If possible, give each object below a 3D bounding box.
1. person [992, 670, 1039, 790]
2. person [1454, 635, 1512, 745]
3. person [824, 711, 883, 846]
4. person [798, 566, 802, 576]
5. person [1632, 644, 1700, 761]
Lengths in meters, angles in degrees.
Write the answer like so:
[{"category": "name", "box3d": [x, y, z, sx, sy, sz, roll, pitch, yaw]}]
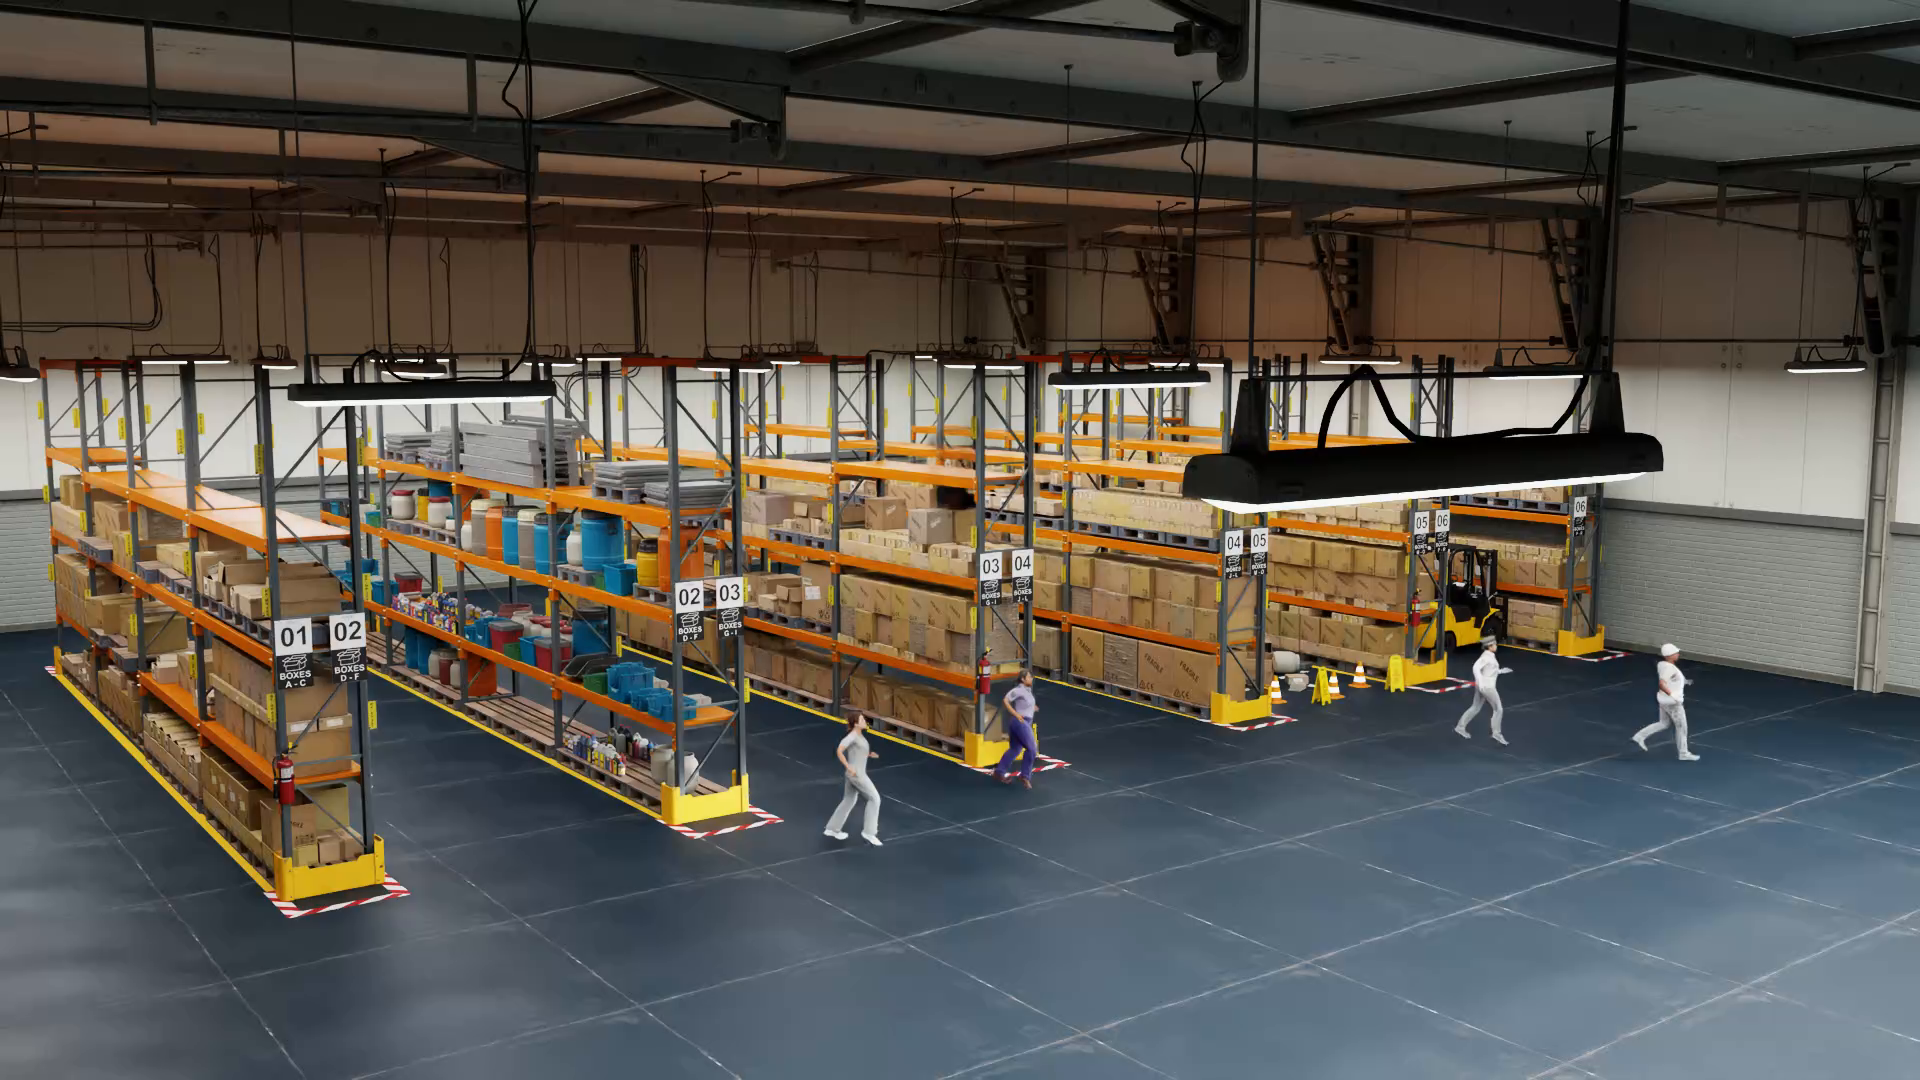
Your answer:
[{"category": "person", "box3d": [0.797, 2.702, 23.773, 0.665, 1.700, 0.638, 1, 7, 7]}, {"category": "person", "box3d": [8.234, 2.351, 26.139, 0.849, 1.738, 0.581, 1, 7, 6]}, {"category": "person", "box3d": [-1.355, 2.999, 20.967, 0.735, 1.711, 0.557, -1, 7, -5]}, {"category": "person", "box3d": [-3.920, 0.516, 41.720, 0.577, 1.612, 0.668, 6, 9, 40]}, {"category": "person", "box3d": [10.685, 2.438, 25.069, 0.964, 1.763, 0.695, 1, 7, 8]}]
